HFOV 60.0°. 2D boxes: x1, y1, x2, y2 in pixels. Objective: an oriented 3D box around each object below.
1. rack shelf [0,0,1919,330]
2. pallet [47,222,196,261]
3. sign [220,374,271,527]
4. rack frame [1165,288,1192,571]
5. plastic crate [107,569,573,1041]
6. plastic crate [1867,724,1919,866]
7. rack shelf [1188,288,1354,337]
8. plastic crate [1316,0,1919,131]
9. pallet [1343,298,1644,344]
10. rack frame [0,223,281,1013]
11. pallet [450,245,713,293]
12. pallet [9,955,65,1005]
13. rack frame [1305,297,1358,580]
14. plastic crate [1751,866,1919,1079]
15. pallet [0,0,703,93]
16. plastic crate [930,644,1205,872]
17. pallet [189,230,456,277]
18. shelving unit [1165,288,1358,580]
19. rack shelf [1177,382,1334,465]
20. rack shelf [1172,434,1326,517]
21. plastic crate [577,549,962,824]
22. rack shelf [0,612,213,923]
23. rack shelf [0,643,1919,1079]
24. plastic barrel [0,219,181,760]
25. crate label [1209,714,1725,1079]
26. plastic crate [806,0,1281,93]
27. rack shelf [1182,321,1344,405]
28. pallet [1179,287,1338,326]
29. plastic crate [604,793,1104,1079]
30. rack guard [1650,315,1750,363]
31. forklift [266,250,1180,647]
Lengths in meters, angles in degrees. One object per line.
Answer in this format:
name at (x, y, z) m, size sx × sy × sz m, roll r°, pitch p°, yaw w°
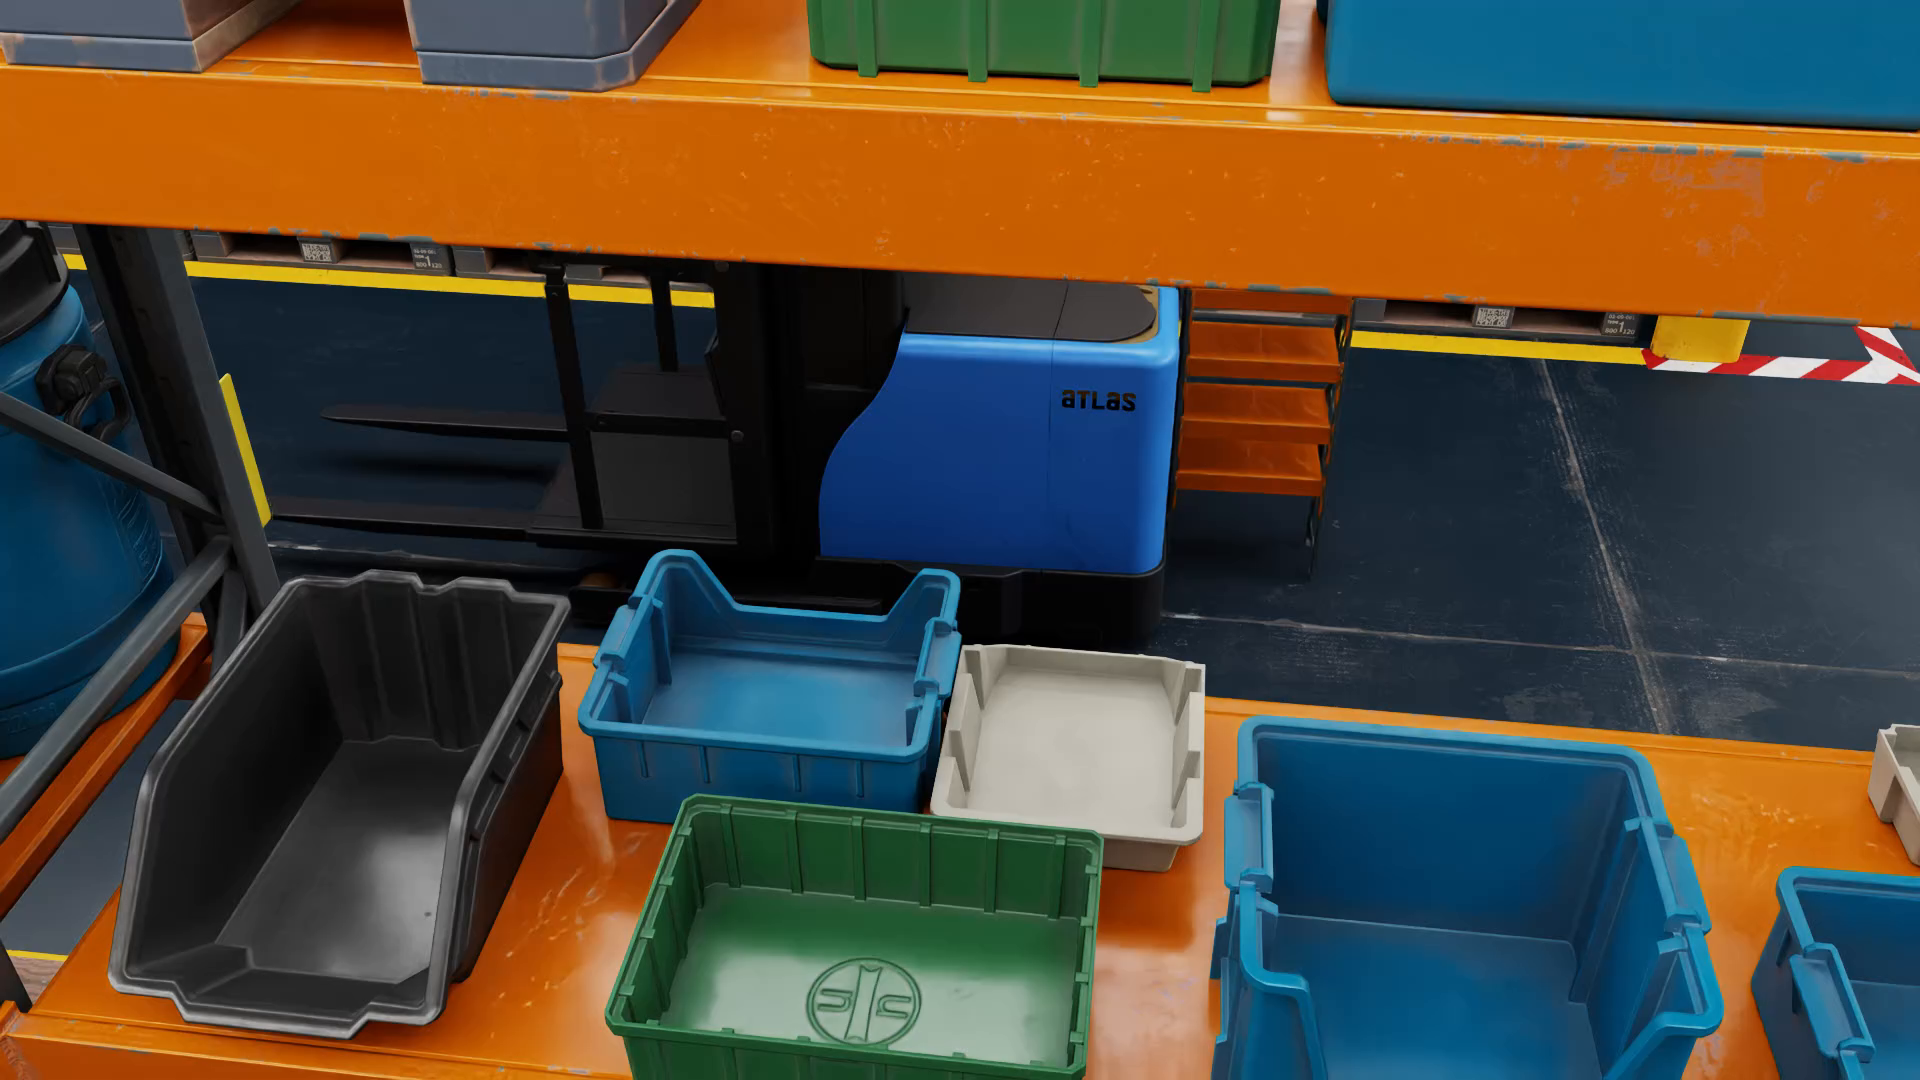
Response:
rack shelf at (0.539, -0.500, 1.906) m, size 4.000 × 0.370 × 1.077 m, roll 4°, pitch 36°, yaw 6°
pallet at (-4.006, -1.676, 7.917) m, size 1.213 × 0.211 × 1.003 m, roll 4°, pitch 36°, yaw 6°
sign at (-1.363, -0.149, 3.138) m, size 0.005 × 0.325 × 0.100 m, roll 4°, pitch 36°, yaw 6°
rack frame at (0.704, -0.452, 5.351) m, size 0.015 × 1.200 × 0.240 m, roll 3°, pitch 36°, yaw 5°
plastic crate at (-0.941, 0.417, 2.637) m, size 0.504 × 0.338 × 0.767 m, roll 4°, pitch 36°, yaw 6°
plastic crate at (1.677, 0.432, 2.790) m, size 0.250 × 0.136 × 0.298 m, roll 4°, pitch 36°, yaw 6°
rack shelf at (0.946, -0.758, 5.102) m, size 0.480 × 0.148 × 0.258 m, roll 3°, pitch 36°, yaw 5°
plastic crate at (0.593, -0.606, 1.449) m, size 0.575 × 0.384 × 0.392 m, roll 4°, pitch 36°, yaw 6°
pallet at (2.277, -1.229, 7.290) m, size 1.213 × 0.211 × 1.003 m, roll 4°, pitch 36°, yaw 6°
rack frame at (-1.444, 0.280, 2.775) m, size 0.127 × 3.000 × 1.000 m, roll 4°, pitch 36°, yaw 6°
pallet at (-1.586, -1.496, 7.664) m, size 1.213 × 0.211 × 1.003 m, roll 4°, pitch 36°, yaw 6°
pallet at (-2.228, 1.379, 3.636) m, size 1.213 × 0.211 × 1.003 m, roll 4°, pitch 36°, yaw 6°
rack frame at (1.189, -0.424, 5.311) m, size 0.015 × 1.200 × 0.240 m, roll 3°, pitch 36°, yaw 5°
plastic crate at (1.345, 0.721, 2.286) m, size 0.408 × 0.251 × 0.499 m, roll 4°, pitch 36°, yaw 6°
pallet at (-0.716, -0.867, 1.963) m, size 1.003 × 0.211 × 1.213 m, roll 4°, pitch 36°, yaw 6°
plastic crate at (0.199, 0.362, 2.888) m, size 0.437 × 0.136 × 0.530 m, roll 4°, pitch 36°, yaw 6°
pallet at (-2.799, -1.584, 7.788) m, size 1.213 × 0.211 × 1.003 m, roll 4°, pitch 36°, yaw 6°
shelving unit at (0.946, -0.438, 5.331) m, size 0.503 × 1.200 × 0.258 m, roll 3°, pitch 36°, yaw 5°
rack shelf at (0.946, -0.383, 5.370) m, size 0.480 × 0.148 × 0.258 m, roll 3°, pitch 36°, yaw 5°
rack shelf at (0.946, -0.221, 5.485) m, size 0.480 × 0.148 × 0.258 m, roll 3°, pitch 36°, yaw 5°
plastic crate at (-0.312, 0.266, 2.923) m, size 0.616 × 0.251 × 0.499 m, roll 4°, pitch 36°, yaw 6°
rack shelf at (-3.428, 0.425, 3.192) m, size 4.000 × 0.370 × 1.077 m, roll 4°, pitch 36°, yaw 6°
rack shelf at (0.539, 0.721, 2.777) m, size 4.000 × 0.370 × 1.077 m, roll 4°, pitch 36°, yaw 6°
plastic barrel at (-1.789, -0.127, 2.914) m, size 0.708 × 0.901 × 0.600 m, roll 4°, pitch 36°, yaw 6°
crate label at (0.663, 0.581, 2.323) m, size 0.616 × 0.435 × 0.502 m, roll 4°, pitch 36°, yaw 6°
plastic crate at (0.086, -0.581, 1.582) m, size 0.450 × 0.188 × 0.336 m, roll 4°, pitch 36°, yaw 6°
rack shelf at (0.946, -0.565, 5.240) m, size 0.480 × 0.148 × 0.258 m, roll 3°, pitch 36°, yaw 5°
pallet at (1.071, -1.321, 7.419) m, size 1.213 × 0.211 × 1.003 m, roll 4°, pitch 36°, yaw 6°
plastic crate at (-0.134, 0.629, 2.468) m, size 0.662 × 0.188 × 0.450 m, roll 4°, pitch 36°, yaw 6°
rack guard at (3.079, -1.266, 7.093) m, size 0.348 × 0.500 × 1.175 m, roll 4°, pitch 36°, yaw 6°
forklift at (-0.830, -1.212, 4.925) m, size 3.031 × 2.935 × 1.130 m, roll 3°, pitch 36°, yaw 5°
